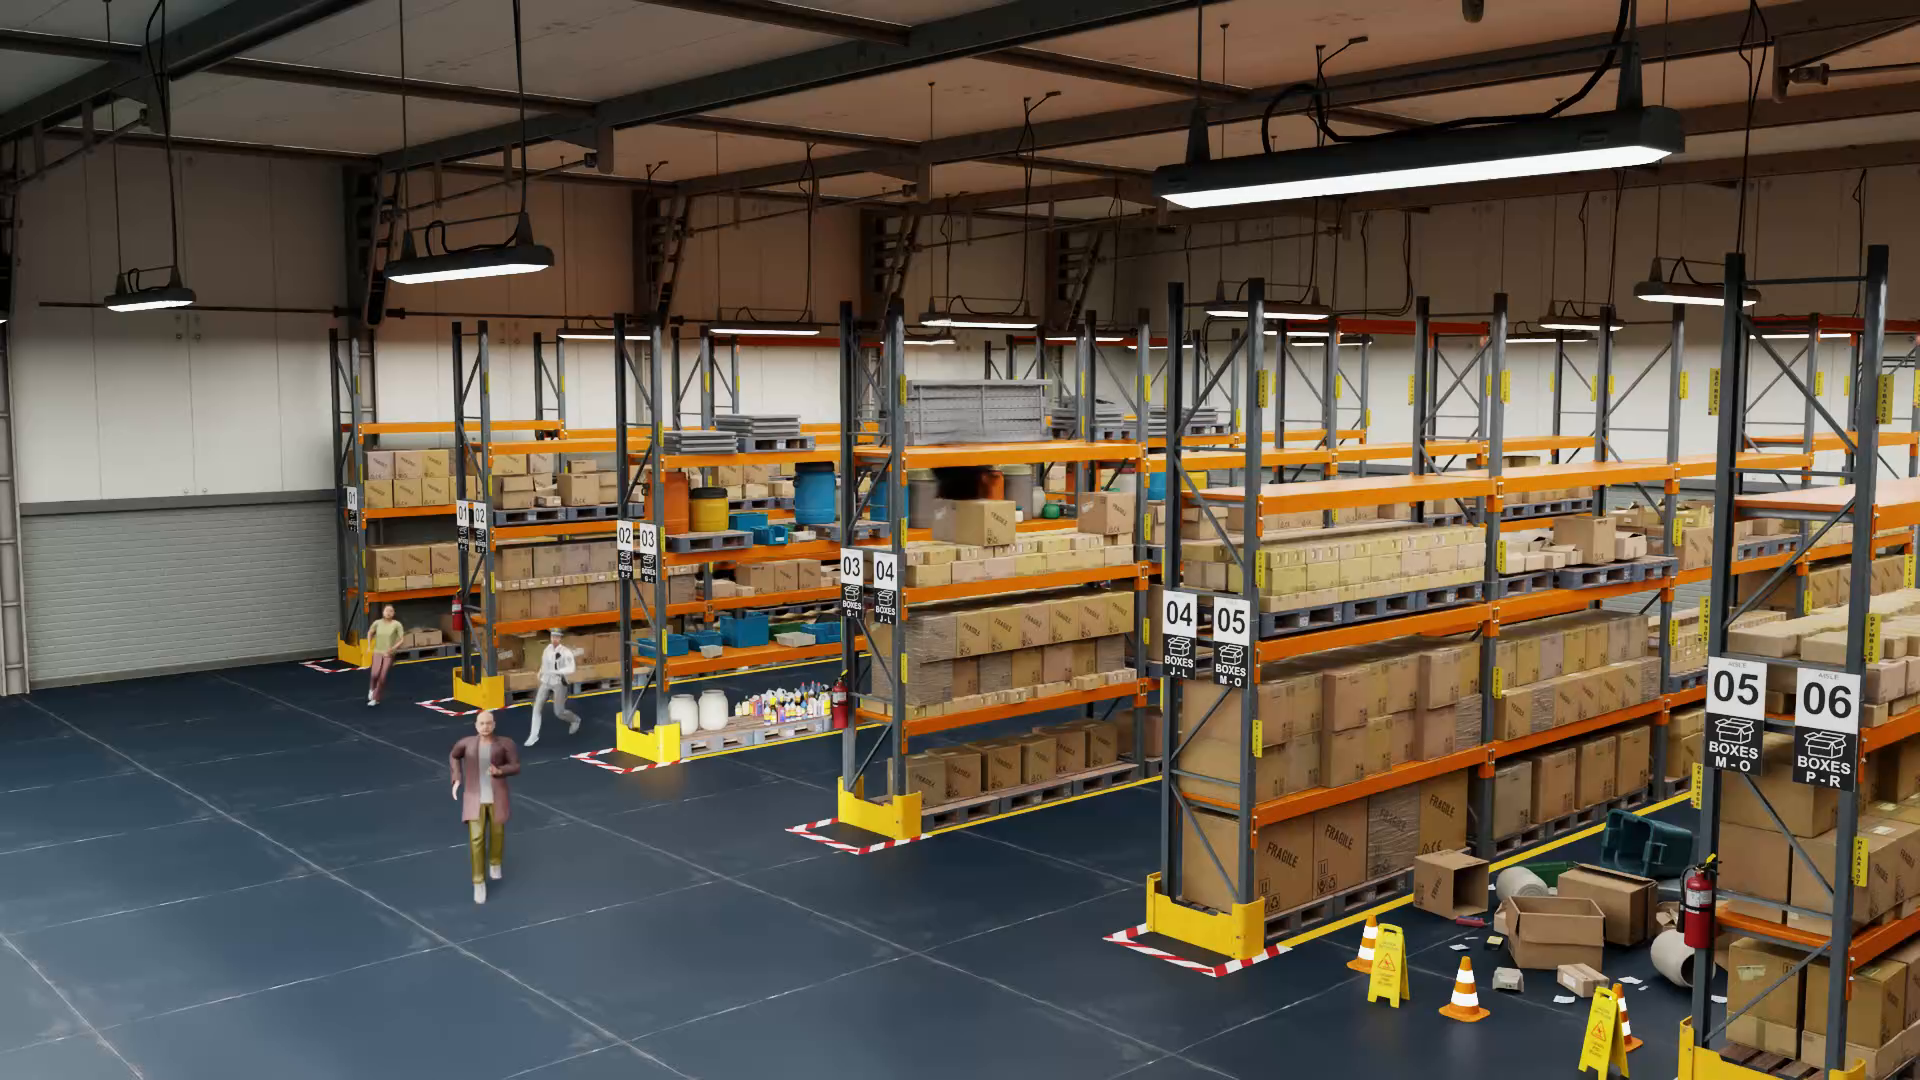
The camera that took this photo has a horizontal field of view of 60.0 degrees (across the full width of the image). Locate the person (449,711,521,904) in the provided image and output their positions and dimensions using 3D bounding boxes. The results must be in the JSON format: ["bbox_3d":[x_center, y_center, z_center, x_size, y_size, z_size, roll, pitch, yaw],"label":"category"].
[{"bbox_3d":[-4.747,2.624,16.679,0.681,1.836,0.901,-2,6,-18],"label":"person"}]

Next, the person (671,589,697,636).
[{"bbox_3d":[-5.185,1.266,30.726,0.938,1.685,0.575,-5,8,-43],"label":"person"}]

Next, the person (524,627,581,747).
[{"bbox_3d":[-5.688,2.046,23.447,0.639,1.674,0.870,3,6,24],"label":"person"}]

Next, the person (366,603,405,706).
[{"bbox_3d":[-8.991,1.796,25.985,0.603,1.599,0.551,-1,6,-10],"label":"person"}]
